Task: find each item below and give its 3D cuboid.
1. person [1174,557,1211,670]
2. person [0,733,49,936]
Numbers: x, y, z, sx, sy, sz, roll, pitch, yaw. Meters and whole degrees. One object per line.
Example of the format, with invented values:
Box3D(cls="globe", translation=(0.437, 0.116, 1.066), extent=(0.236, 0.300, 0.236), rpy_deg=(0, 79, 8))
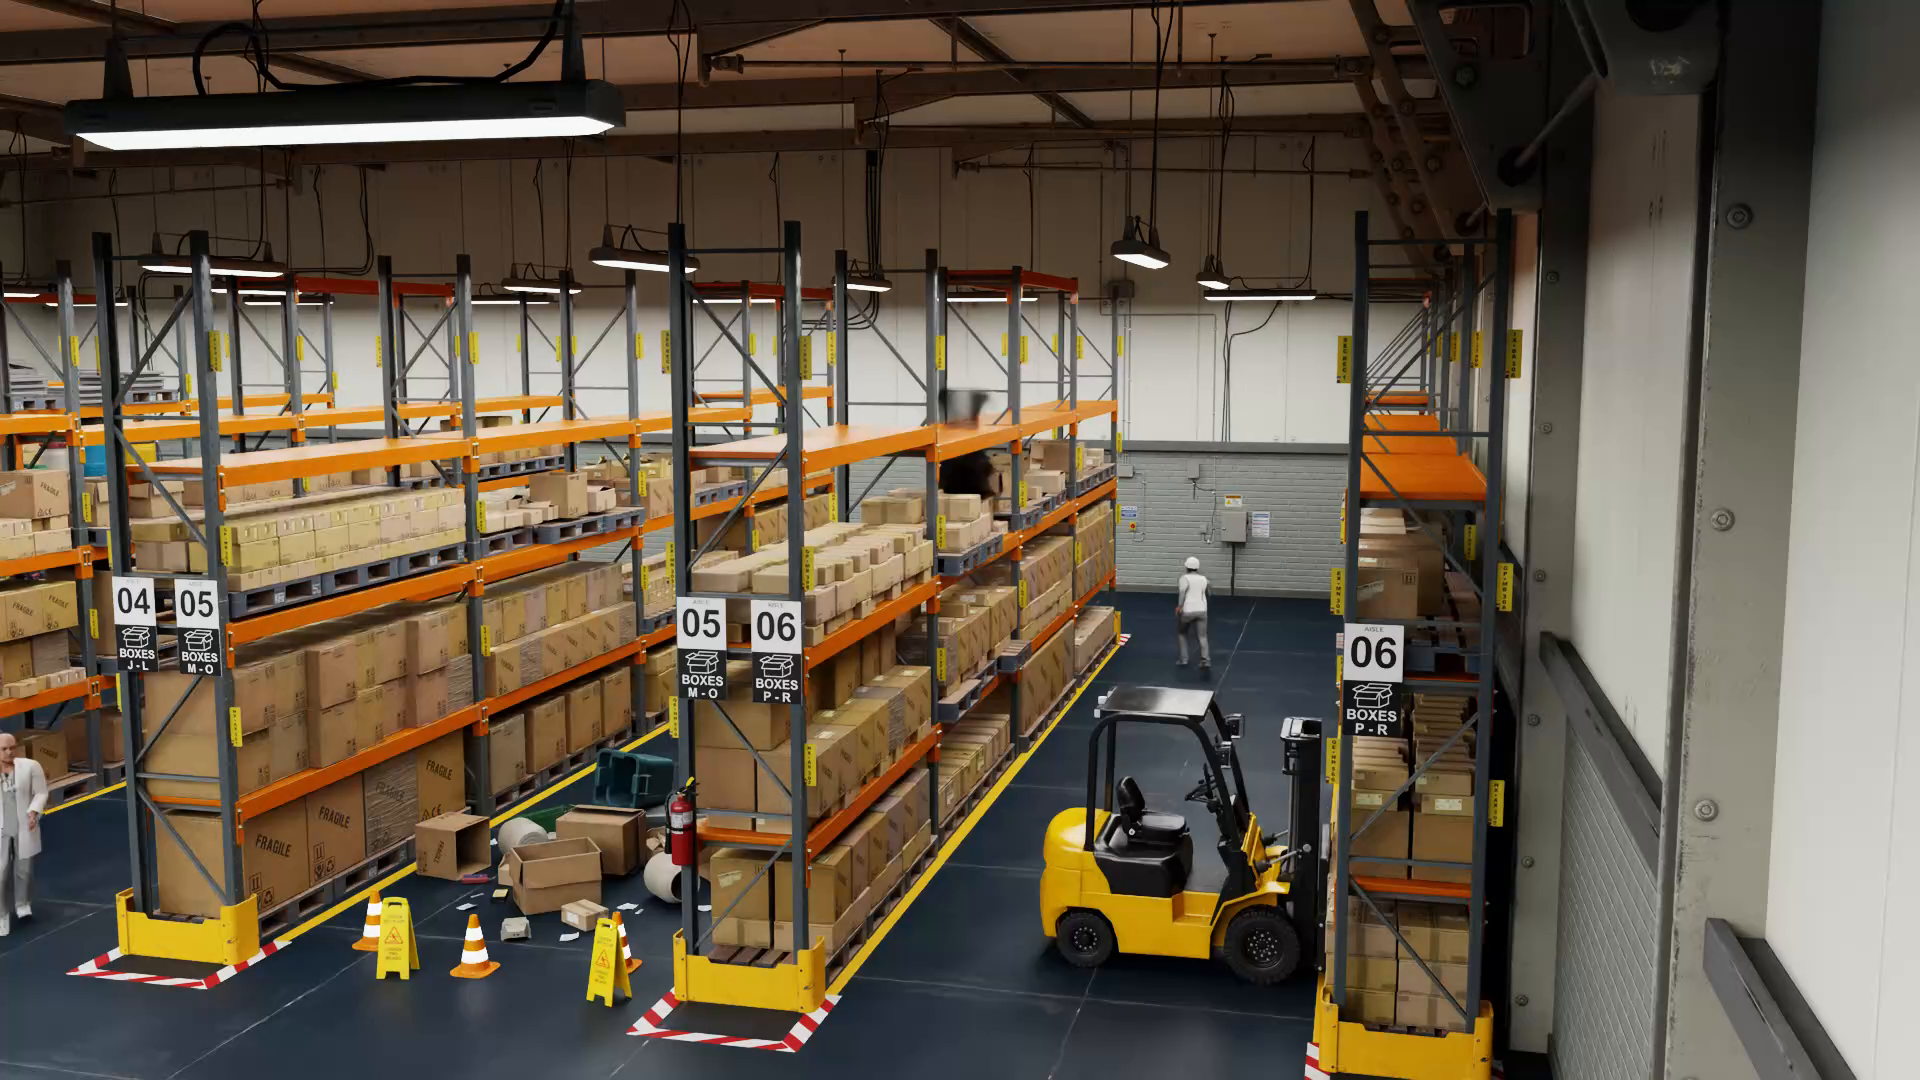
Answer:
Box3D(cls="person", translation=(3.631, 1.148, 25.813), extent=(0.657, 1.738, 0.987), rpy_deg=(-1, 7, -12))
Box3D(cls="person", translation=(-8.270, 2.564, 14.478), extent=(0.626, 1.825, 0.863), rpy_deg=(-5, 8, -34))
